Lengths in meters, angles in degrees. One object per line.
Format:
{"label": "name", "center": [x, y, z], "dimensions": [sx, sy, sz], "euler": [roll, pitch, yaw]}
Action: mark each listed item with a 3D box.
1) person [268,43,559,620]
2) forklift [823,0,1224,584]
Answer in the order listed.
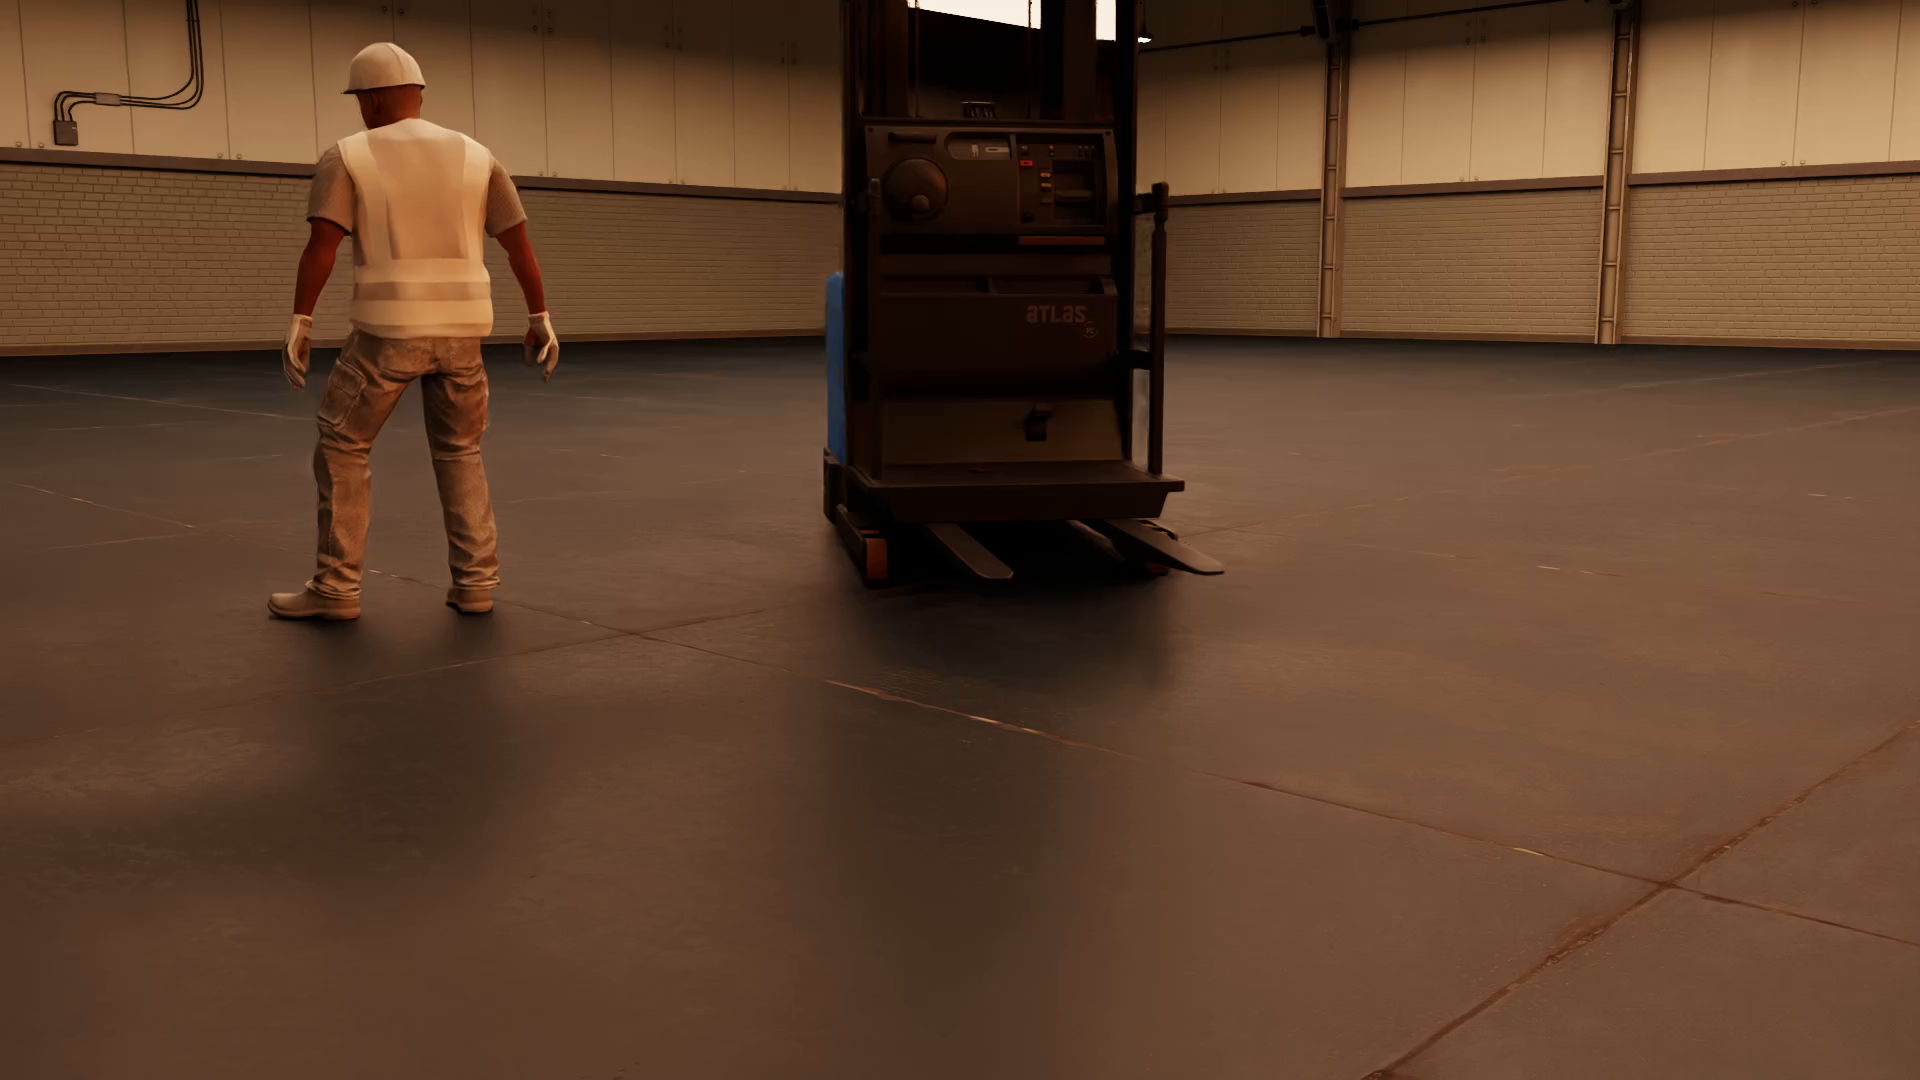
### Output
{"label": "person", "center": [-1.713, -0.648, 5.166], "dimensions": [0.873, 1.744, 0.441], "euler": [-6, 11, -36]}
{"label": "forklift", "center": [0.154, -1.354, 5.865], "dimensions": [1.130, 2.935, 3.031], "euler": [-1, 9, -9]}
